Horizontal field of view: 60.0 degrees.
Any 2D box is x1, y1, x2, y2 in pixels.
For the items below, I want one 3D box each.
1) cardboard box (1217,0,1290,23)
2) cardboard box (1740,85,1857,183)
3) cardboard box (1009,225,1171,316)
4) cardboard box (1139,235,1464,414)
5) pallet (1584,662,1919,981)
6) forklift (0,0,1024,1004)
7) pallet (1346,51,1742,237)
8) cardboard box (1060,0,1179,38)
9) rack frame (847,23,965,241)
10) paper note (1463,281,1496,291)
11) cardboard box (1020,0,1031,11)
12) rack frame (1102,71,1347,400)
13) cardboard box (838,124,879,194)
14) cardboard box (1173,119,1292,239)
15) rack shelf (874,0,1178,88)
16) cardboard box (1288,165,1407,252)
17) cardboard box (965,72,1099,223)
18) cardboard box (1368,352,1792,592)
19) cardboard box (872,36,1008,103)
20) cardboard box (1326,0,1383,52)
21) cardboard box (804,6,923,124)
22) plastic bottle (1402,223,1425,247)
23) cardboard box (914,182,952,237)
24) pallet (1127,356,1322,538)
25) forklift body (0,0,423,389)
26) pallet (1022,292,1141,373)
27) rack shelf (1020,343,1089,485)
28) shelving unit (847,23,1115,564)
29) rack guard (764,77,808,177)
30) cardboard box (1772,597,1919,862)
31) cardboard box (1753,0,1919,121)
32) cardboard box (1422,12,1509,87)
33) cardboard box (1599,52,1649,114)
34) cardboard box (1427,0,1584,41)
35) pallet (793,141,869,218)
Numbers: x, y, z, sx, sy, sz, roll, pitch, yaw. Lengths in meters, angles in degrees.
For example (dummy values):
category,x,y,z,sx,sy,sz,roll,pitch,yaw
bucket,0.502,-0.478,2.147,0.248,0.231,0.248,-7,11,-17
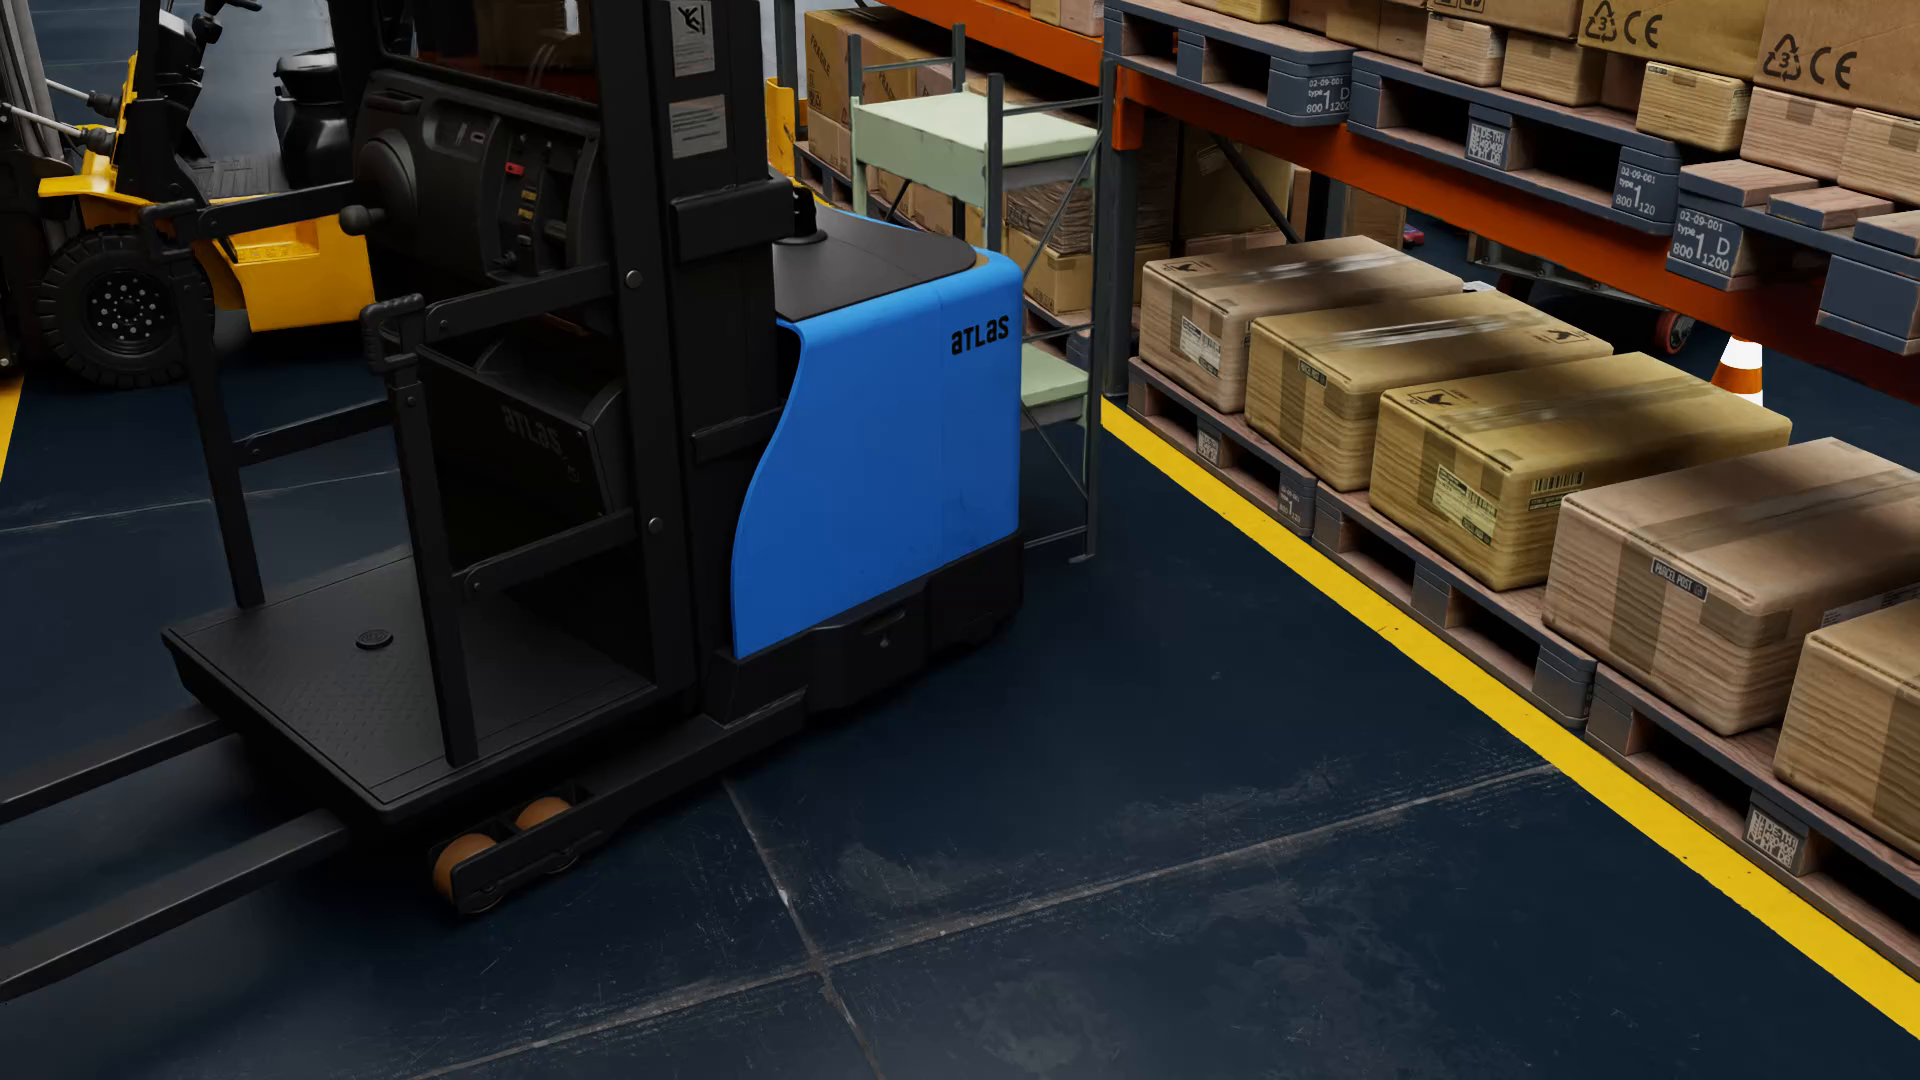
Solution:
category,x,y,z,sx,sy,sz,roll,pitch,yaw
cardboard box,1.017,-1.689,5.098,0.380,0.149,0.250,-10,28,-20
cardboard box,1.820,-0.839,3.356,0.380,0.149,0.250,-12,28,-23
cardboard box,0.523,-1.138,6.818,0.500,0.250,0.500,-9,28,-18
cardboard box,1.209,-0.789,5.964,0.950,0.372,0.625,-10,28,-20
pallet,2.263,0.559,3.864,1.003,0.211,1.213,-11,28,-21
forklift,-1.210,-0.766,3.478,1.130,2.935,3.031,23,34,39
pallet,1.755,-1.084,4.270,1.003,0.211,1.213,-11,28,-21
cardboard box,0.595,-1.957,6.126,0.380,0.149,0.250,-11,28,-21
rack frame,-0.157,-0.846,5.272,0.400,1.500,0.023,-16,30,-30
paper note,2.364,-1.166,7.603,0.148,0.019,0.142,-11,28,-21
cardboard box,0.461,-2.176,6.573,0.380,0.149,0.250,-10,28,-20
rack frame,1.001,-1.993,5.913,1.000,3.000,0.127,-11,28,-21
cardboard box,-0.311,-1.980,8.542,0.500,0.250,0.500,-10,28,-19
cardboard box,1.019,-1.568,6.842,0.500,0.500,0.500,-9,27,-18
rack shelf,0.218,-2.477,7.724,1.077,0.370,4.000,-11,28,-21
cardboard box,1.834,-1.537,7.825,0.500,0.500,0.500,8,27,15
cardboard box,0.322,-1.681,7.074,0.500,0.500,0.500,-10,28,-20
cardboard box,1.768,-0.219,4.797,0.950,0.372,0.625,-10,28,-19
cardboard box,-0.096,-2.101,7.935,0.500,0.500,0.500,-10,28,-20
cardboard box,1.260,-1.477,4.663,0.380,0.149,0.250,-10,28,-20
cardboard box,-0.494,-2.515,8.783,0.500,0.500,0.500,-12,28,-22
plastic bottle,2.222,-1.516,8.284,0.133,0.061,0.283,-6,27,-12
cardboard box,0.110,-1.558,7.677,0.500,0.250,0.500,-10,28,-20
pallet,1.308,-0.426,5.881,1.003,0.211,1.213,-11,28,-21
forklift body,-2.710,-1.920,6.731,2.313,2.155,1.214,-11,28,-21
pallet,0.706,-1.005,7.067,1.003,0.211,1.213,-11,28,-21
rack shelf,0.044,-0.418,5.140,0.431,0.370,0.720,-16,30,-30
shelving unit,0.044,-0.711,4.997,0.431,1.500,0.755,-16,30,-30
rack guard,-0.535,-2.454,9.706,1.175,0.500,0.348,-11,28,-21
cardboard box,2.356,0.384,3.561,0.950,0.372,0.625,-13,29,-24
cardboard box,1.922,-1.088,3.128,0.500,0.500,0.500,-11,28,-21
cardboard box,1.412,-1.260,4.220,0.380,0.149,0.250,-9,28,-19
cardboard box,1.717,-1.070,3.831,0.380,0.149,0.250,-10,28,-20
cardboard box,1.510,-1.512,3.996,0.500,0.500,0.500,-12,28,-23
pallet,-0.250,-1.990,9.085,1.003,0.211,1.213,-11,28,-21
